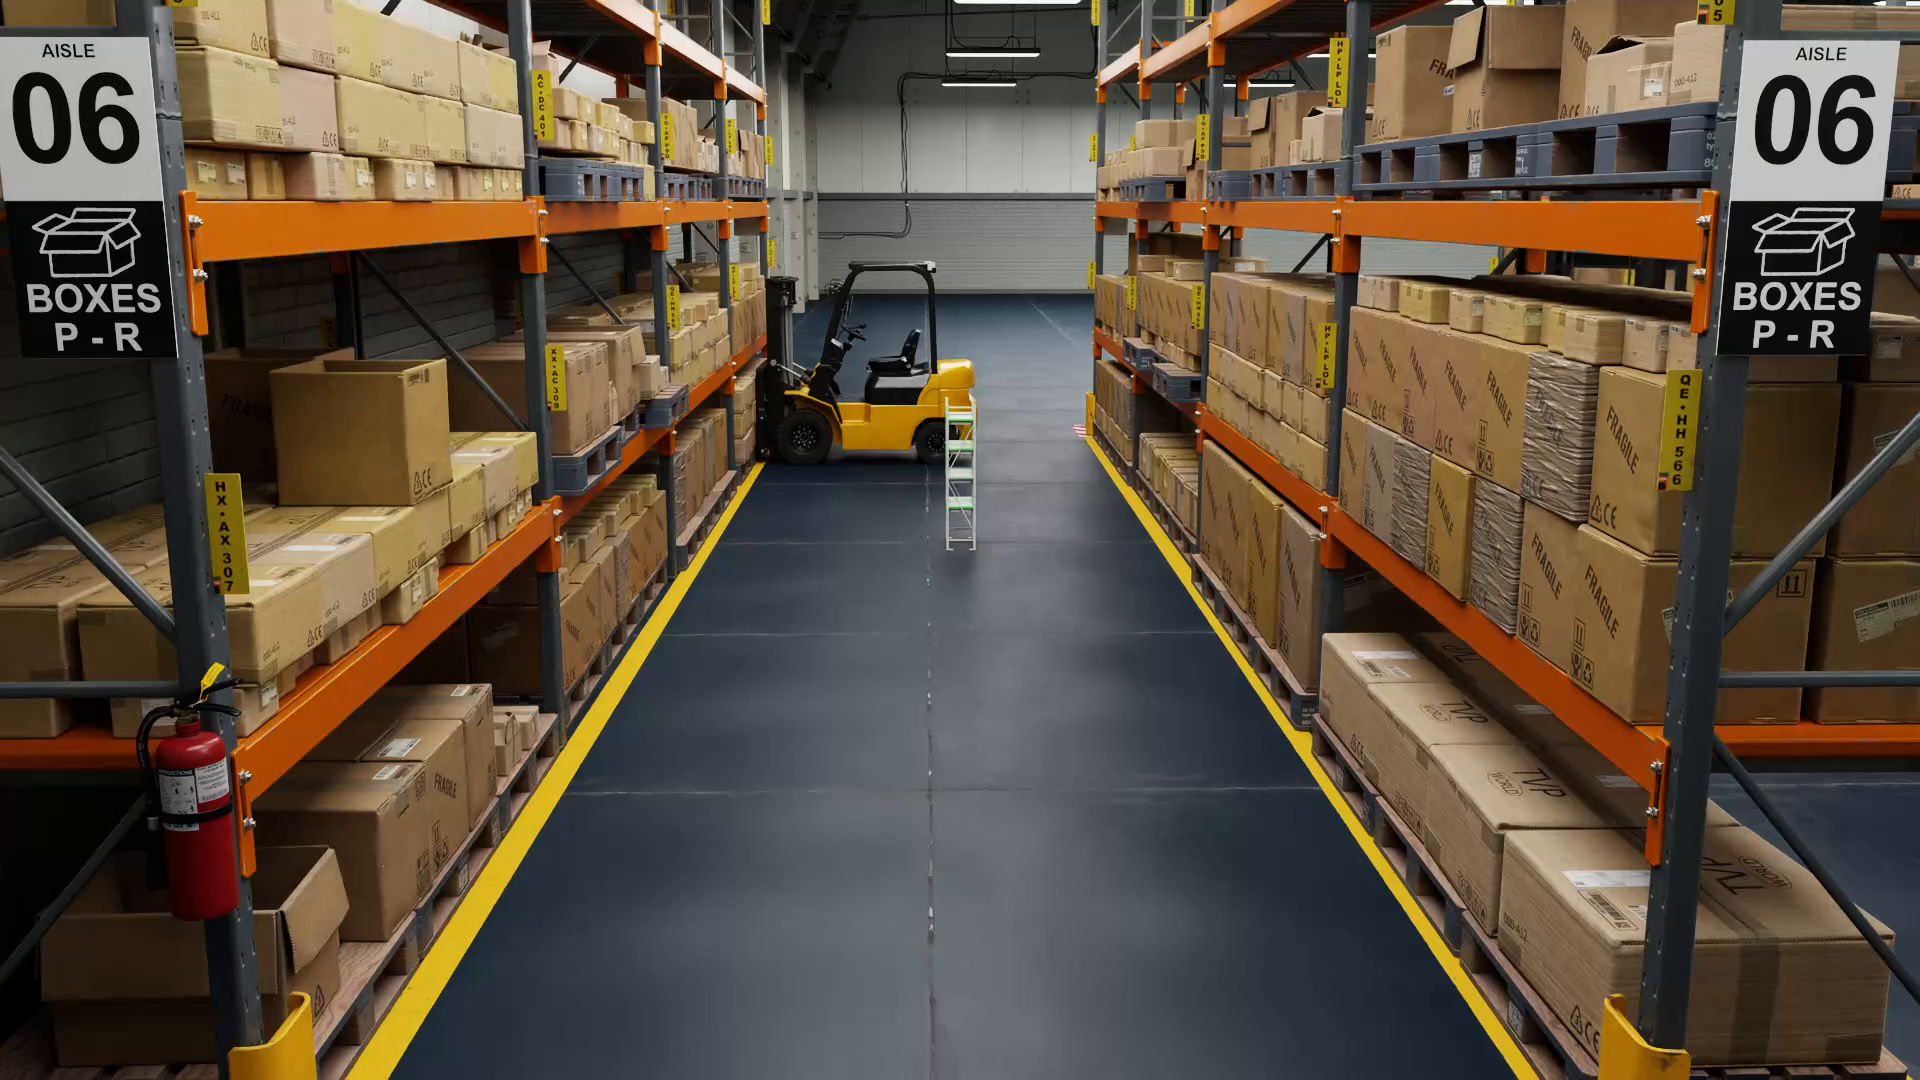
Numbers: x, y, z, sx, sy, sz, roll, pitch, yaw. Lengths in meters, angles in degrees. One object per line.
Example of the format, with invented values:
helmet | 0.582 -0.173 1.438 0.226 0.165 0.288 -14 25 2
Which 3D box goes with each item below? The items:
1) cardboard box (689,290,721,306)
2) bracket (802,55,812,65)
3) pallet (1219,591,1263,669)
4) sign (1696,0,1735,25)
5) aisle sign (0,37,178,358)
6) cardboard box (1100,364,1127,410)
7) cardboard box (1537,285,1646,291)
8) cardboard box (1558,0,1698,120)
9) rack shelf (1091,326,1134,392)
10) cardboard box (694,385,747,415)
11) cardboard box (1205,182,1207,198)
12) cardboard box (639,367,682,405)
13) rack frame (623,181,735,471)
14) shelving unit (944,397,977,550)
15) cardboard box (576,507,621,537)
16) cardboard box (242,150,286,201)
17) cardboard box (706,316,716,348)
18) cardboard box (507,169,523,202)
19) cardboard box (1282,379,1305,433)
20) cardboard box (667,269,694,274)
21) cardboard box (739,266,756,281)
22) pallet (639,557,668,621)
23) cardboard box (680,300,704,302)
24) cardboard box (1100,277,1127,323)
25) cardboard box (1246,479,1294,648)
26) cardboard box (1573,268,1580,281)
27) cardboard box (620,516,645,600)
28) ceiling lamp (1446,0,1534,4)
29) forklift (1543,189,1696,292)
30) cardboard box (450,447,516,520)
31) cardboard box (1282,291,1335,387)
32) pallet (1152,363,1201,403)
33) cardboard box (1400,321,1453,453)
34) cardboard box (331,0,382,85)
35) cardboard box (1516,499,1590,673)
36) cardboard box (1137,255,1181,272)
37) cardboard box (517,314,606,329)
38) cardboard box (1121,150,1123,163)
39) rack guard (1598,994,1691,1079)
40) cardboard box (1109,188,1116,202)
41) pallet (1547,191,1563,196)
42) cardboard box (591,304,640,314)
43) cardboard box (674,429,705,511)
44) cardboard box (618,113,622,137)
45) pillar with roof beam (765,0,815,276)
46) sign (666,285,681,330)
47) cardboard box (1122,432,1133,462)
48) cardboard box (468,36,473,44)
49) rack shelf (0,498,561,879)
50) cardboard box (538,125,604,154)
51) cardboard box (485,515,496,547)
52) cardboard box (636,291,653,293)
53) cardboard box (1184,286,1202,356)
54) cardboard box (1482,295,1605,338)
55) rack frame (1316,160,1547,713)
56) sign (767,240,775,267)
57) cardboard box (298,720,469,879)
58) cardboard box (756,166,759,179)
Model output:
cardboard box | -2.481 -2.405 16.485 0.380 0.149 0.250 0 11 -2
bracket | -3.839 -12.020 41.623 0.235 0.232 0.430 0 11 -1
pallet | 2.271 0.566 10.738 1.003 0.211 1.213 0 11 -1
sign | 1.930 -1.475 4.213 0.100 0.325 0.005 0 11 -1
aisle sign | -2.194 -0.850 4.165 0.394 0.787 0.004 0 11 -1
cardboard box | 1.899 -1.745 19.091 0.500 0.500 0.500 -1 11 -3
cardboard box | 2.672 -0.999 7.041 0.380 0.149 0.250 0 11 -2
cardboard box | 2.582 -1.784 6.207 0.500 0.500 0.500 0 11 0
rack shelf | 2.184 -2.040 18.378 1.077 0.370 4.000 0 11 -1
cardboard box | -2.434 -1.419 16.855 0.500 0.250 0.500 0 11 -2
cardboard box | 2.078 -2.658 12.702 0.380 0.149 0.250 0 11 -1
cardboard box | -2.419 -1.194 12.778 0.500 0.250 0.500 0 11 -1
rack frame | -2.737 -1.973 16.242 1.000 3.000 0.127 0 11 -1
shelving unit | 0.003 -0.555 13.778 0.258 1.200 0.503 0 11 -1
cardboard box | -2.392 -0.116 10.687 0.380 0.149 0.250 -1 11 -4
cardboard box | -2.283 -1.102 5.036 0.380 0.149 0.250 0 11 -1
cardboard box | -2.449 -1.845 14.727 0.500 0.250 0.500 0 11 0
cardboard box | -2.269 -1.660 7.784 0.380 0.149 0.250 0 11 -2
cardboard box | 2.121 -0.762 9.390 0.500 0.250 0.500 0 11 0
cardboard box | -3.040 -2.803 17.700 0.380 0.149 0.250 0 11 -2
cardboard box | -2.475 -2.958 18.462 0.380 0.149 0.250 0 11 0
pallet | -2.677 0.337 11.868 1.003 0.211 1.213 0 11 -1
cardboard box | -2.452 -2.019 14.586 0.380 0.149 0.250 0 11 -1
cardboard box | 1.889 -2.786 19.249 0.500 0.500 0.500 0 11 1
cardboard box | 2.271 0.129 10.168 0.875 0.875 0.875 0 11 0
cardboard box | 7.179 -3.033 18.373 0.875 0.550 0.500 0 11 -1
cardboard box | -2.418 0.128 11.116 0.500 0.500 0.500 0 11 1
ceiling lamp | 8.276 -9.963 25.855 2.000 3.185 0.800 0 11 -1
forklift | 5.397 -1.419 13.682 1.130 2.935 3.031 9 14 36
cardboard box | -2.292 -0.256 7.404 0.500 0.250 0.500 0 11 -1
cardboard box | 2.112 -1.134 9.338 0.500 0.500 0.500 0 11 0
pallet | 2.187 -1.247 13.142 1.213 0.211 1.003 0 11 -1
cardboard box | 2.162 -0.645 6.930 0.500 0.500 0.500 0 11 0
cardboard box | -2.263 -1.666 5.552 0.500 0.250 0.500 0 11 -2
cardboard box | 2.203 0.147 5.538 0.500 0.500 0.500 0 11 -2
cardboard box | 1.881 -2.618 15.733 0.380 0.149 0.250 0 11 -1
cardboard box | -2.800 -1.330 11.764 0.500 0.500 0.500 0 11 2
cardboard box | 1.906 -4.052 17.570 0.380 0.149 0.250 0 11 0
rack guard | 2.474 1.621 4.813 1.175 0.500 0.348 0 11 -1
cardboard box | 1.855 -3.813 18.395 0.380 0.149 0.250 0 11 -1
pallet | 7.143 -3.866 18.250 1.003 0.211 1.213 0 11 -1
cardboard box | -2.915 -1.914 14.067 0.380 0.149 0.250 0 11 0
cardboard box | -2.689 -0.608 14.428 0.875 0.625 0.625 -1 11 -4
cardboard box | -2.325 -2.591 10.368 0.380 0.149 0.250 0 11 -1
pillar with roof beam | 0.225 -9.162 36.589 9.100 9.000 0.548 0 11 -1
sign | -2.112 -1.711 12.236 0.100 0.325 0.005 0 11 -1
cardboard box | 1.944 -0.969 17.152 0.500 0.250 0.500 0 11 1
cardboard box | -2.685 -2.447 8.565 0.396 0.266 0.258 0 11 -1
rack shelf | -2.531 0.367 6.515 1.077 0.370 4.000 0 11 -1
cardboard box | -2.174 -2.198 9.130 0.380 0.149 0.250 0 11 0
cardboard box | -2.278 -0.042 7.355 0.380 0.149 0.250 0 11 0
cardboard box | -3.001 -2.403 16.478 0.380 0.149 0.250 0 11 -1
cardboard box | 2.021 -1.689 12.786 0.500 0.500 0.500 -1 11 -3
cardboard box | 2.198 -0.842 6.269 0.380 0.149 0.250 0 11 1
rack frame | 2.391 -0.404 8.508 1.000 3.000 0.127 0 11 -1
sign | -2.277 -3.452 20.020 0.100 0.325 0.005 0 11 -1
cardboard box | -2.297 1.034 6.651 0.500 0.500 0.500 0 11 0
cardboard box | -2.499 -4.207 19.031 0.380 0.149 0.250 -1 11 -3
